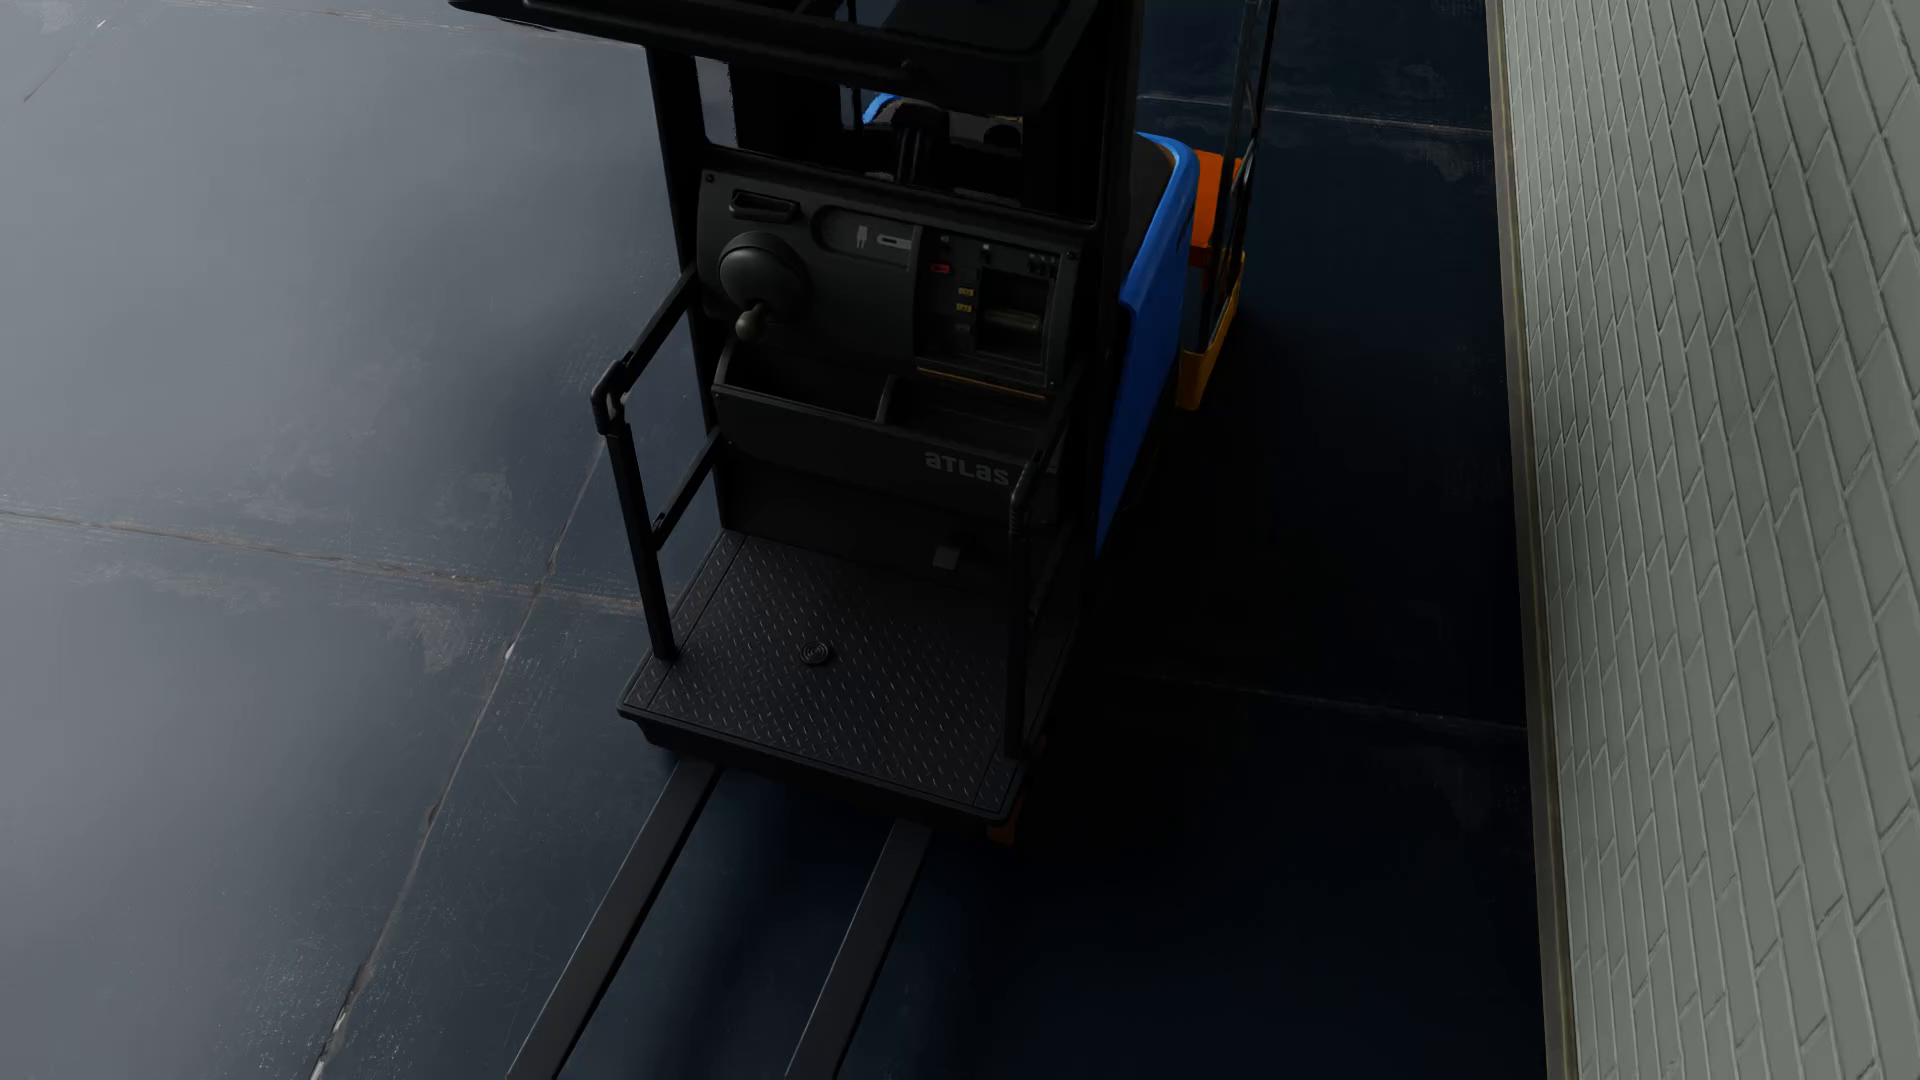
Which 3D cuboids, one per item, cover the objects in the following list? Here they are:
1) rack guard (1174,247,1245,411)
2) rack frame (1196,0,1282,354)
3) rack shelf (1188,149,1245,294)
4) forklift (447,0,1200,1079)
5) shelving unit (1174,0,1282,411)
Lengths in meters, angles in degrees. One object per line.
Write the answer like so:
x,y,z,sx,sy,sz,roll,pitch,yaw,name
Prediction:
0.863,-0.733,5.740,0.087,0.250,0.587,15,50,13,rack guard
0.882,-1.146,5.271,0.032,1.500,0.500,15,50,13,rack frame
0.404,-1.156,5.522,1.000,0.185,0.538,15,50,13,rack shelf
-0.245,-0.504,3.732,1.130,2.935,3.031,14,50,13,forklift
0.396,-1.278,5.390,1.083,1.500,0.587,15,50,13,shelving unit
